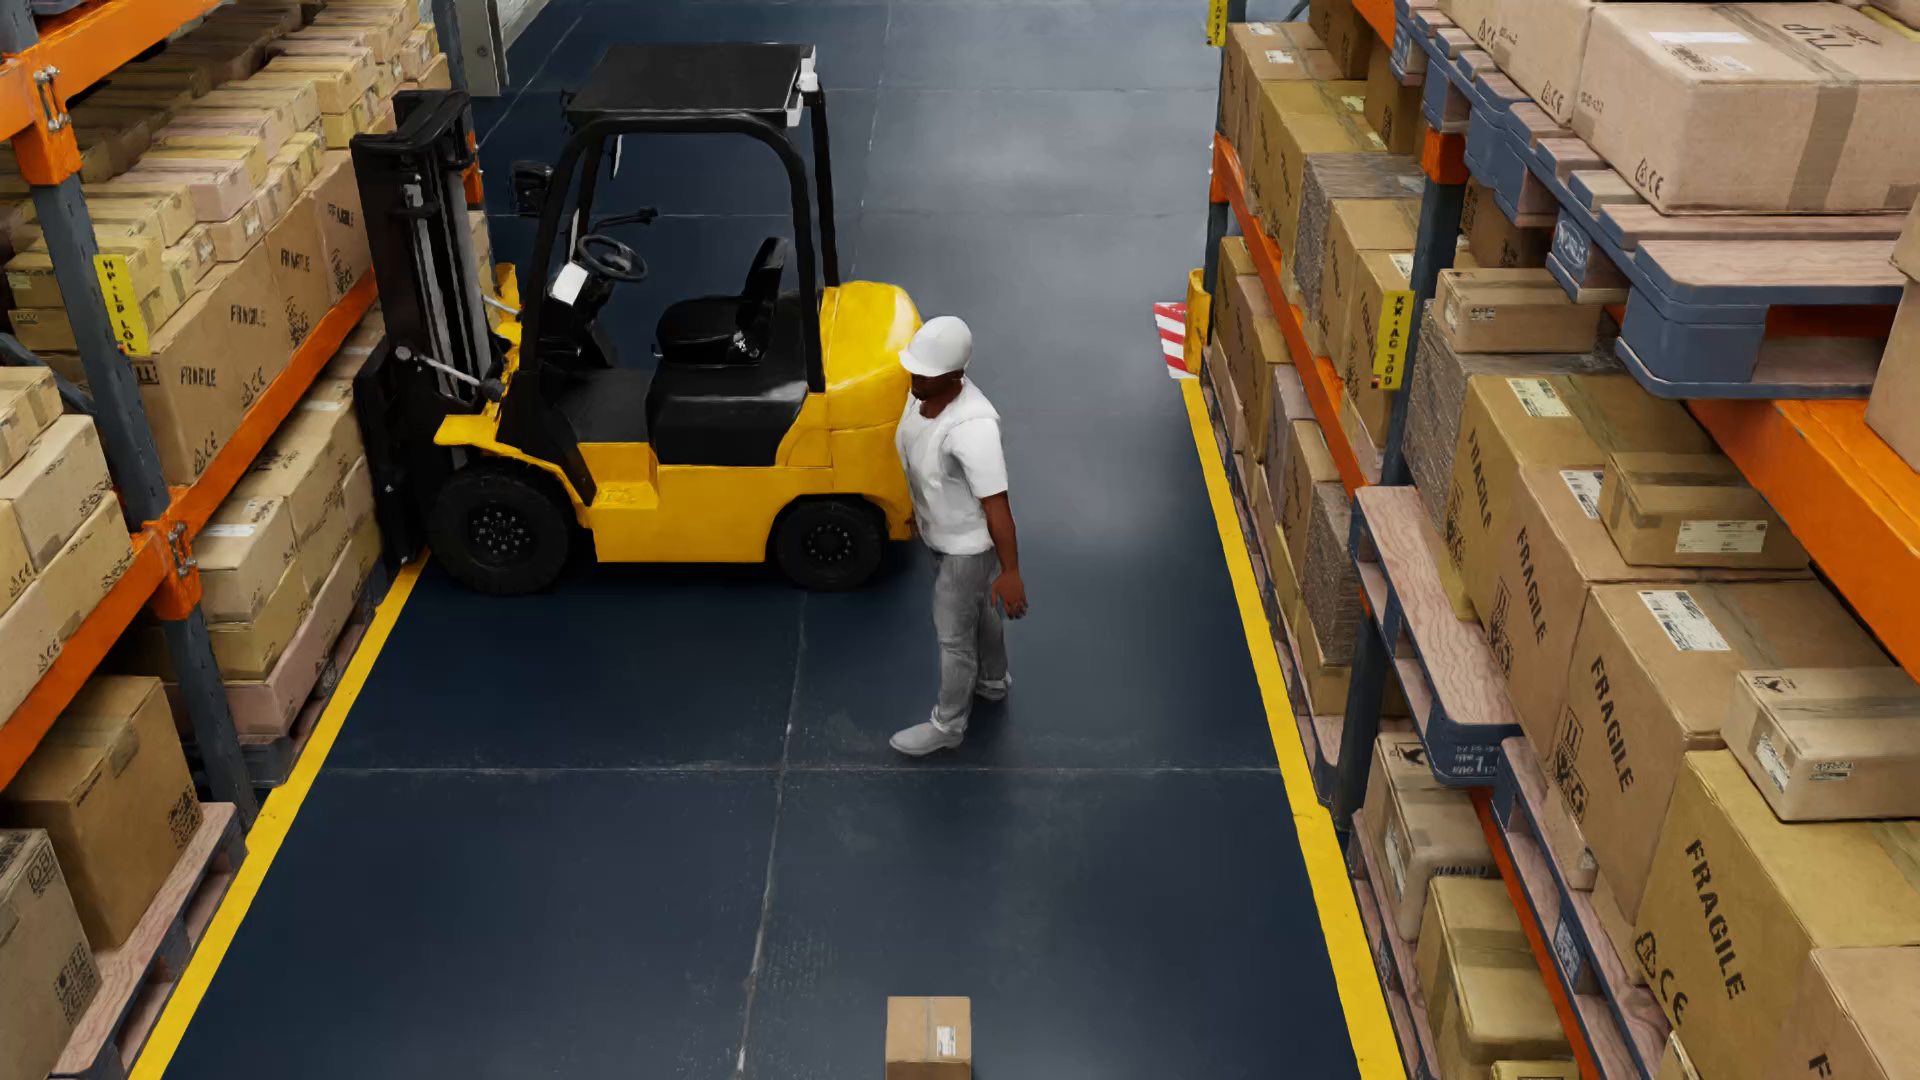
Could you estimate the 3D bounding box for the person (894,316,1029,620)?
[{"bbox_3d":[-0.020,-0.307,5.899,0.414,1.047,0.732,-12,33,-19],"label":"person"}]
